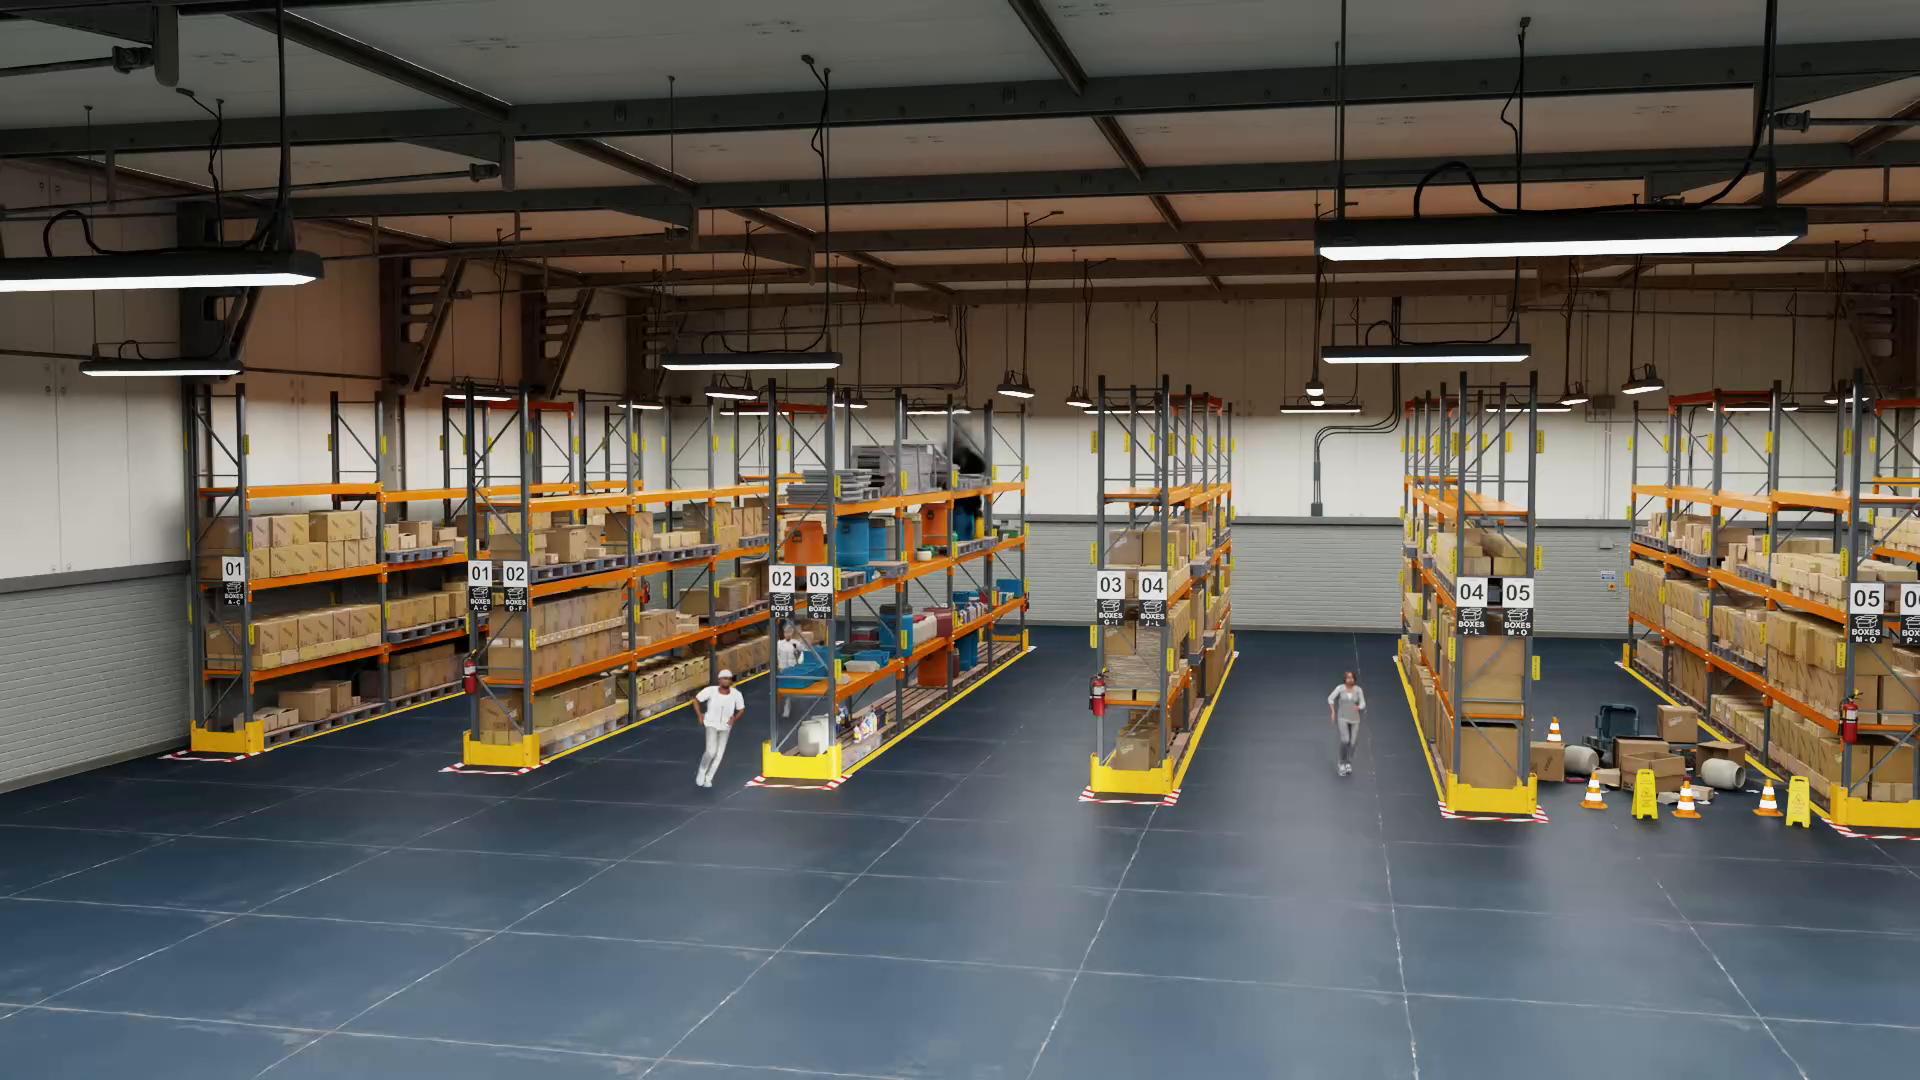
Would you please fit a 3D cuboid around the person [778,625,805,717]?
[{"bbox_3d":[-3.164,2.396,30.754,0.614,1.664,0.890,0,3,2],"label":"person"}]

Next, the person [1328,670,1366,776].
[{"bbox_3d":[5.857,2.764,25.110,0.505,1.597,0.667,0,3,1],"label":"person"}]

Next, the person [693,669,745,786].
[{"bbox_3d":[-3.497,2.747,24.315,0.717,1.719,0.576,-1,4,-23],"label":"person"}]
